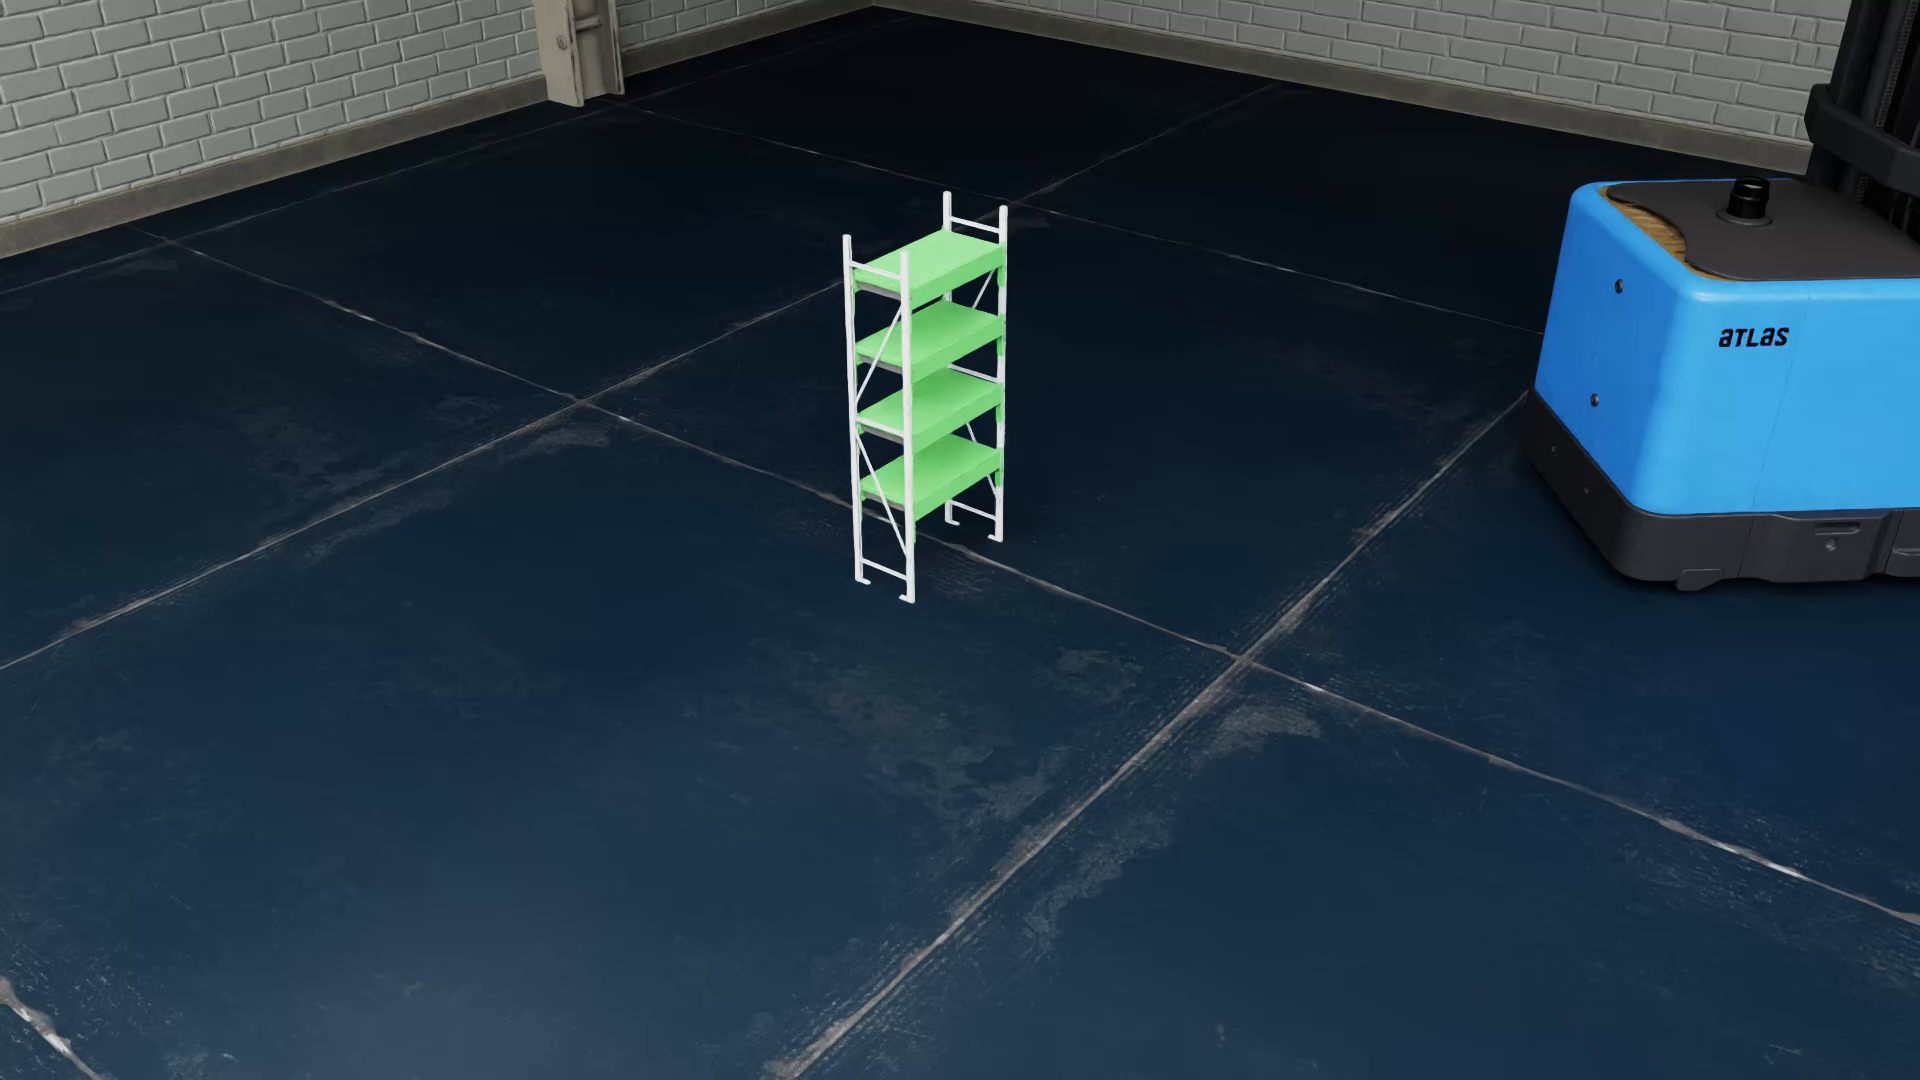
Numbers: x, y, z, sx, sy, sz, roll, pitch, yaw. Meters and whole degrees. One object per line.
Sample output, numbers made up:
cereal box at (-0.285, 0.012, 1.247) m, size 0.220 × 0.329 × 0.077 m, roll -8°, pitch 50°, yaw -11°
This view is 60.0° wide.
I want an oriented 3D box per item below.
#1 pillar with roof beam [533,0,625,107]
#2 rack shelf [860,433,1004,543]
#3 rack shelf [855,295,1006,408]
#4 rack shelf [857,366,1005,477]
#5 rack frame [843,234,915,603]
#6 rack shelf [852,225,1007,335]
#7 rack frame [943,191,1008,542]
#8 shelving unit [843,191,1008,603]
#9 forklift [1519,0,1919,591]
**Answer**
pillar with roof beam at (1.075, -5.342, 5.937) m, size 9.100 × 9.000 × 0.400 m, roll 21°, pitch 37°, yaw 31°
rack shelf at (-0.100, -0.187, 5.485) m, size 0.258 × 0.148 × 0.480 m, roll 21°, pitch 37°, yaw 31°
rack shelf at (-0.100, -0.600, 5.241) m, size 0.258 × 0.148 × 0.480 m, roll 21°, pitch 37°, yaw 31°
rack shelf at (-0.100, -0.394, 5.363) m, size 0.258 × 0.148 × 0.480 m, roll 21°, pitch 37°, yaw 31°
rack frame at (-0.247, -0.350, 5.163) m, size 0.240 × 1.200 × 0.015 m, roll 21°, pitch 37°, yaw 31°
rack shelf at (-0.100, -0.807, 5.118) m, size 0.258 × 0.148 × 0.480 m, roll 21°, pitch 37°, yaw 31°
rack frame at (0.047, -0.548, 5.498) m, size 0.240 × 1.200 × 0.015 m, roll 21°, pitch 37°, yaw 31°
shelving unit at (-0.100, -0.449, 5.331) m, size 0.258 × 1.200 × 0.503 m, roll 21°, pitch 37°, yaw 31°
forklift at (3.623, -1.377, 5.198) m, size 3.031 × 2.935 × 1.130 m, roll -2°, pitch 31°, yaw -3°
